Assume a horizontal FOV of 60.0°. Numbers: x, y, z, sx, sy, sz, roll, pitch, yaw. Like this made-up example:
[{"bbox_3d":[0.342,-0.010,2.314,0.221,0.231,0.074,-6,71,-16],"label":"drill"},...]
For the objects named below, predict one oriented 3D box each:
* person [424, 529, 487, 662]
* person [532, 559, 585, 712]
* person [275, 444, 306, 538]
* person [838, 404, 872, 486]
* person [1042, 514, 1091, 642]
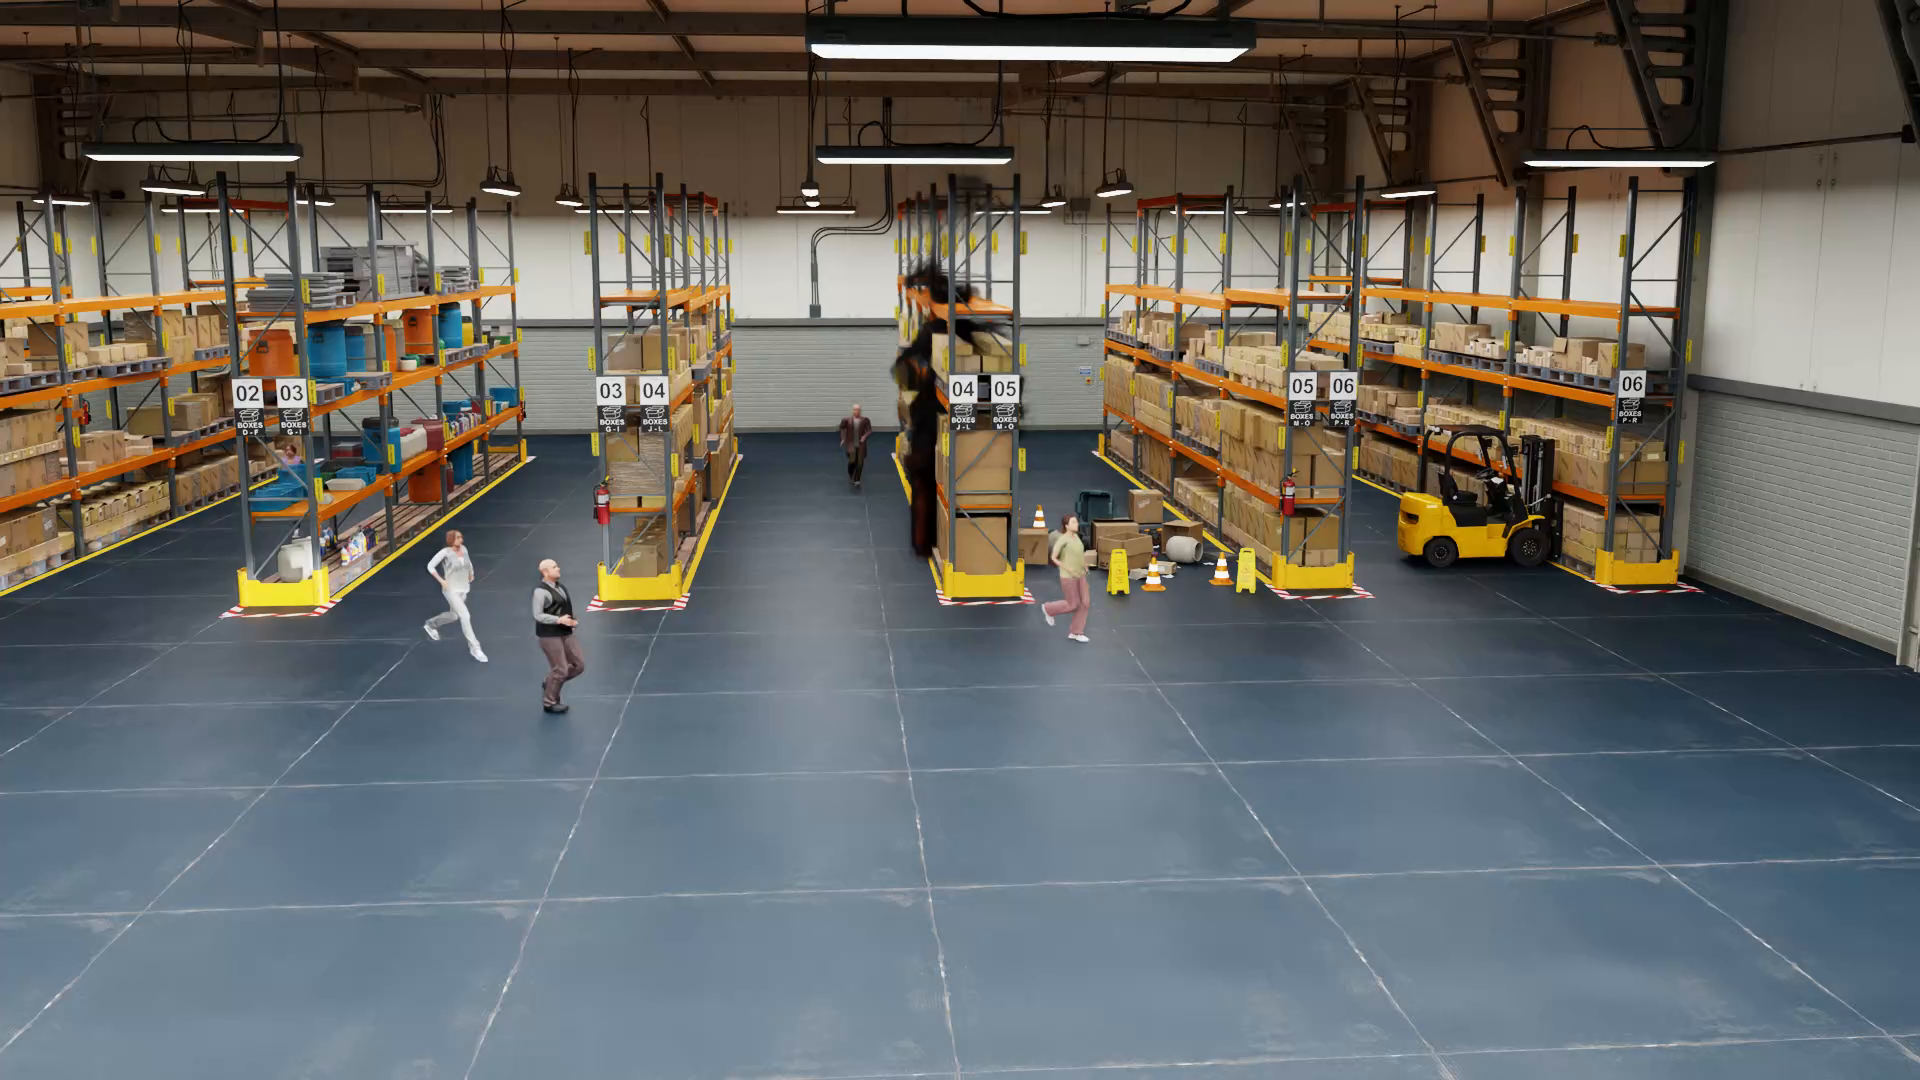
[{"bbox_3d":[-6.231,0.649,20.488,1.032,1.600,0.506,4,11,23],"label":"person"},{"bbox_3d":[-4.314,1.033,17.983,0.565,1.675,0.651,3,10,16],"label":"person"},{"bbox_3d":[-11.641,-0.890,29.022,0.537,1.596,0.878,-2,10,-13],"label":"person"},{"bbox_3d":[-2.179,-1.975,34.846,0.687,1.733,0.742,-2,10,-9],"label":"person"},{"bbox_3d":[1.393,0.467,21.406,0.714,1.640,0.590,9,13,40],"label":"person"}]
